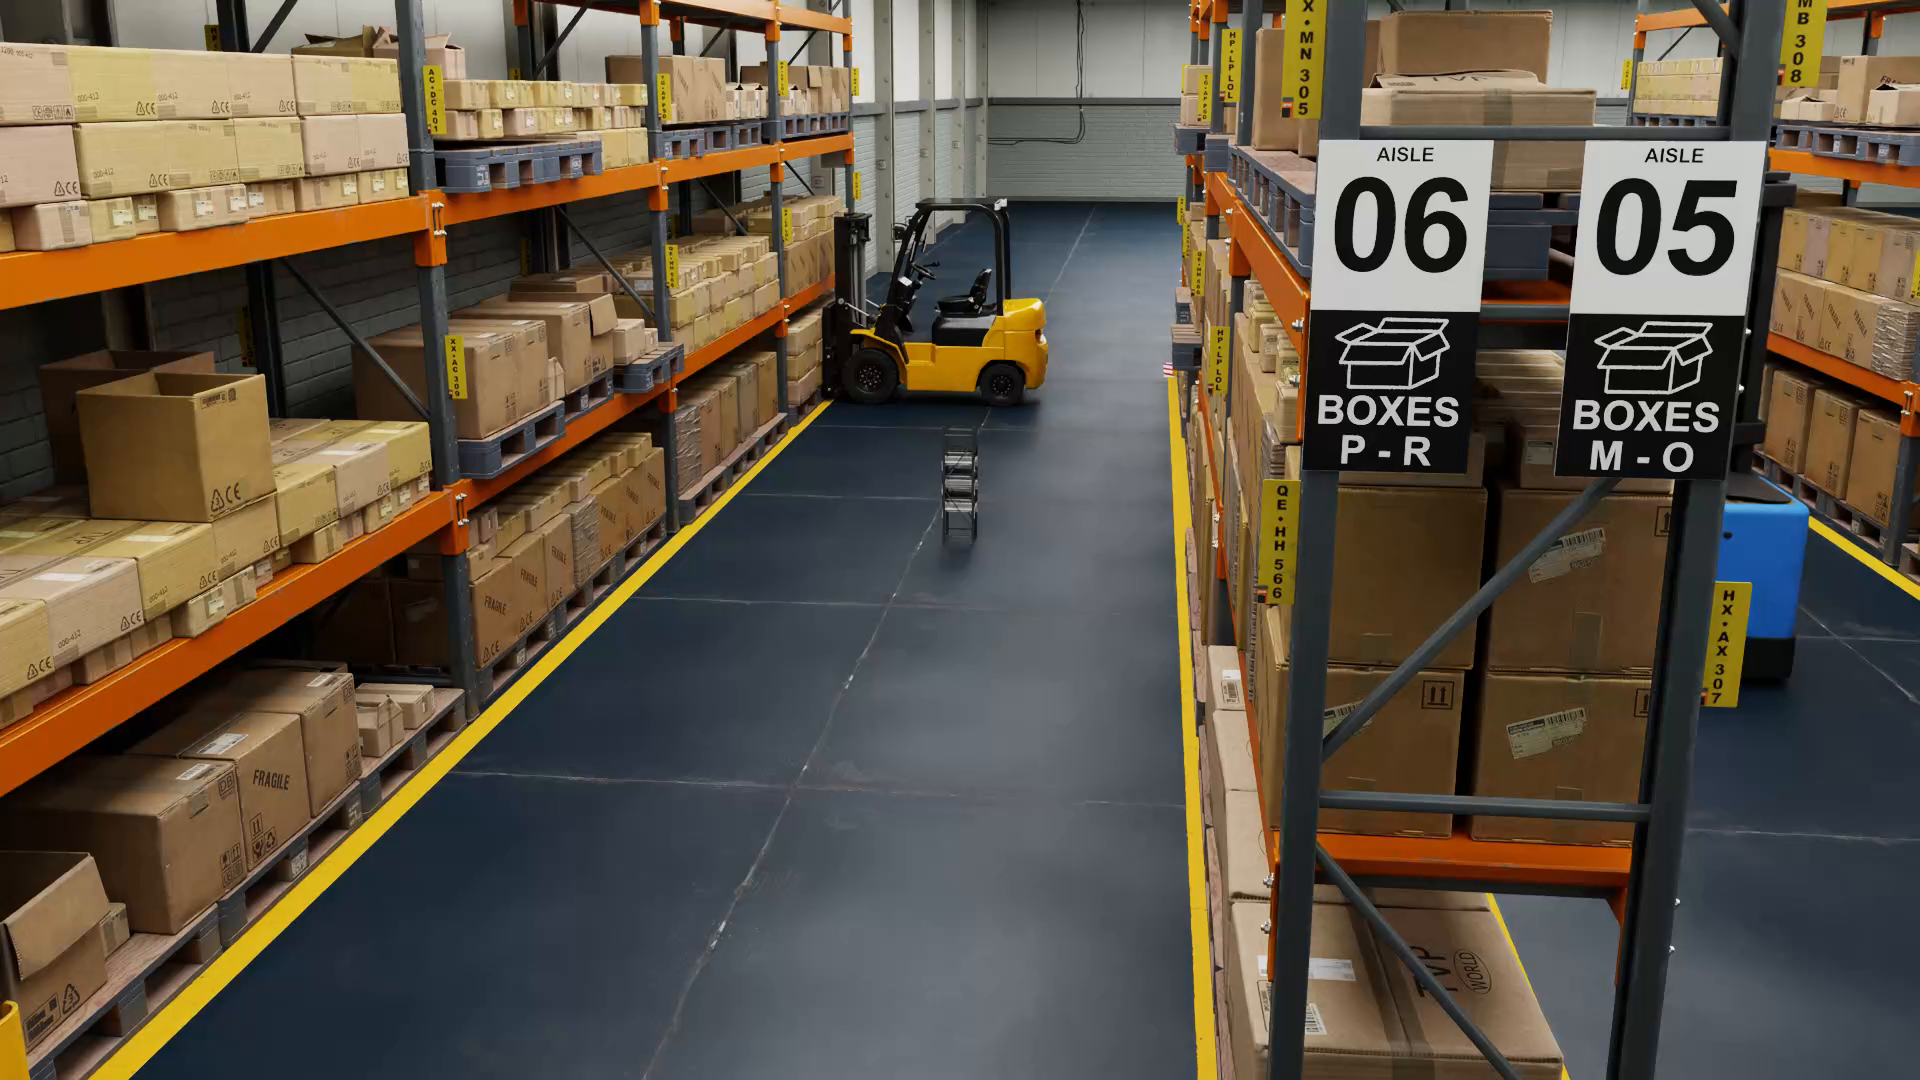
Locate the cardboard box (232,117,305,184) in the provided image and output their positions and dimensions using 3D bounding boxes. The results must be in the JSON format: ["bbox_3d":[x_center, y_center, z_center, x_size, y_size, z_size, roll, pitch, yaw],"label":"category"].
[{"bbox_3d":[-3.054,-1.602,6.812,0.500,0.250,0.500,2,15,7],"label":"cardboard box"}]

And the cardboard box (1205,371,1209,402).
[{"bbox_3d":[1.907,-1.050,11.086,0.500,0.250,0.500,1,15,5],"label":"cardboard box"}]

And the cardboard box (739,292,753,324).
[{"bbox_3d":[-2.163,-2.089,14.928,0.500,0.250,0.500,2,15,7],"label":"cardboard box"}]

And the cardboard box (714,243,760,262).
[{"bbox_3d":[-2.036,-2.623,15.181,0.380,0.149,0.250,1,15,5],"label":"cardboard box"}]

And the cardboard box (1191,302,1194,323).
[{"bbox_3d":[2.051,-1.824,13.338,0.380,0.149,0.250,2,15,7],"label":"cardboard box"}]

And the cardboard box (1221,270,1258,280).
[{"bbox_3d":[1.730,-1.258,9.459,0.500,0.500,0.500,2,15,8],"label":"cardboard box"}]

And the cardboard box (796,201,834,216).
[{"bbox_3d":[-1.629,-3.735,18.723,0.380,0.149,0.250,2,15,8],"label":"cardboard box"}]

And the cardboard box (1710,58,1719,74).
[{"bbox_3d":[7.444,-4.556,15.974,0.380,0.149,0.250,2,15,7],"label":"cardboard box"}]

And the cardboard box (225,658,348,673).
[{"bbox_3d":[-3.441,0.776,8.391,0.500,0.311,0.500,2,15,8],"label":"cardboard box"}]

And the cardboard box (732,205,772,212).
[{"bbox_3d":[-2.257,-3.551,18.043,0.380,0.149,0.250,2,15,8],"label":"cardboard box"}]

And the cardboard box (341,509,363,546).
[{"bbox_3d":[-2.986,-0.068,7.650,0.380,0.149,0.250,2,15,8],"label":"cardboard box"}]

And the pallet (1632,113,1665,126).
[{"bbox_3d":[8.012,-4.543,18.141,1.003,0.211,1.213,2,15,6],"label":"pallet"}]

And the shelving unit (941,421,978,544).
[{"bbox_3d":[-0.001,-0.432,12.537,0.258,0.900,0.210,2,15,6],"label":"shelving unit"}]

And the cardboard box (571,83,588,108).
[{"bbox_3d":[-2.571,-2.798,10.470,0.380,0.149,0.250,2,15,6],"label":"cardboard box"}]

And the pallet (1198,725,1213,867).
[{"bbox_3d":[1.637,1.203,7.809,1.003,0.211,1.213,2,15,6],"label":"pallet"}]

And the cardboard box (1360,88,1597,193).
[{"bbox_3d":[1.311,-1.047,4.331,0.500,0.250,0.500,0,15,1],"label":"cardboard box"}]

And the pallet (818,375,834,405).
[{"bbox_3d":[-1.962,-1.734,18.672,1.003,0.211,1.213,2,15,6],"label":"pallet"}]

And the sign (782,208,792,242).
[{"bbox_3d":[-1.688,-3.065,16.186,0.100,0.325,0.005,2,15,6],"label":"sign"}]

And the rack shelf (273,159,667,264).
[{"bbox_3d":[-2.906,-2.103,10.323,1.077,0.370,4.000,2,15,6],"label":"rack shelf"}]

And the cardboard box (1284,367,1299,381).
[{"bbox_3d":[1.211,-0.444,5.207,0.380,0.149,0.250,2,15,8],"label":"cardboard box"}]

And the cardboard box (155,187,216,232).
[{"bbox_3d":[-3.046,-1.243,6.248,0.380,0.149,0.250,2,15,6],"label":"cardboard box"}]

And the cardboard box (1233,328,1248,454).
[{"bbox_3d":[1.443,-0.622,7.108,0.500,0.500,0.500,1,15,6],"label":"cardboard box"}]

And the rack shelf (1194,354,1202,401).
[{"bbox_3d":[2.478,-1.547,14.015,1.077,0.370,4.000,2,15,6],"label":"rack shelf"}]

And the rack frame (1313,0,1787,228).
[{"bbox_3d":[1.350,-2.197,3.546,1.000,3.000,0.127,2,15,6],"label":"rack frame"}]

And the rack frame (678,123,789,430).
[{"bbox_3d":[-2.229,-2.558,16.376,1.000,3.000,0.127,2,15,6],"label":"rack frame"}]

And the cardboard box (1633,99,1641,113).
[{"bbox_3d":[7.728,-4.829,18.513,0.380,0.149,0.250,2,15,7],"label":"cardboard box"}]

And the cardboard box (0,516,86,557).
[{"bbox_3d":[-3.675,0.094,6.286,0.500,0.250,0.500,2,15,8],"label":"cardboard box"}]

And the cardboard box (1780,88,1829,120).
[{"bbox_3d":[7.317,-3.778,14.403,0.258,0.266,0.396,1,15,5],"label":"cardboard box"}]

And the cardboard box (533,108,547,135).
[{"bbox_3d":[-2.590,-2.392,9.499,0.380,0.149,0.250,2,15,6],"label":"cardboard box"}]

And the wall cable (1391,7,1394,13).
[{"bbox_3d":[11.711,-16.201,48.823,2.305,6.003,0.169,2,15,6],"label":"wall cable"}]

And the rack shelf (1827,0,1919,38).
[{"bbox_3d":[7.408,-4.130,12.841,1.077,0.370,4.000,2,15,6],"label":"rack shelf"}]

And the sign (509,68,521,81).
[{"bbox_3d":[-3.231,-3.275,12.138,0.100,0.325,0.005,2,15,6],"label":"sign"}]

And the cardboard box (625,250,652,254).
[{"bbox_3d":[-2.700,-2.441,14.507,0.380,0.149,0.250,2,15,7],"label":"cardboard box"}]

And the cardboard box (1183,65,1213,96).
[{"bbox_3d":[2.193,-3.963,14.351,0.500,0.250,0.500,1,15,5],"label":"cardboard box"}]

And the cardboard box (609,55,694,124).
[{"bbox_3d":[-2.356,-3.449,12.735,0.500,0.500,0.500,2,15,7],"label":"cardboard box"}]

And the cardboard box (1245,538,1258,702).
[{"bbox_3d":[1.261,0.255,5.782,0.500,0.500,0.500,2,15,8],"label":"cardboard box"}]

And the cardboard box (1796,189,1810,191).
[{"bbox_3d":[7.656,-3.128,16.127,0.875,0.550,0.550,2,15,6],"label":"cardboard box"}]

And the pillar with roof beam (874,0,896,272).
[{"bbox_3d":[2.880,-9.323,29.901,9.100,9.000,0.400,2,15,6],"label":"pillar with roof beam"}]

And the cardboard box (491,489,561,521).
[{"bbox_3d":[-2.741,-0.218,10.464,0.380,0.149,0.250,2,15,8],"label":"cardboard box"}]

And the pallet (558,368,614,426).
[{"bbox_3d":[-2.895,-0.924,10.699,1.003,0.211,1.213,2,15,6],"label":"pallet"}]

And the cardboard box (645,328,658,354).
[{"bbox_3d":[-2.373,-1.420,11.846,0.380,0.149,0.250,2,15,7],"label":"cardboard box"}]

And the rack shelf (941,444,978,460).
[{"bbox_3d":[-0.001,-0.661,12.475,0.258,0.077,0.200,2,15,6],"label":"rack shelf"}]

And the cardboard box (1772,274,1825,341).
[{"bbox_3d":[7.192,-1.953,13.945,0.500,0.500,0.500,2,15,6],"label":"cardboard box"}]

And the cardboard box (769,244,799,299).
[{"bbox_3d":[-1.919,-2.714,16.760,0.500,0.500,0.500,1,15,5],"label":"cardboard box"}]

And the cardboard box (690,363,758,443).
[{"bbox_3d":[-2.372,-1.278,15.386,0.875,0.625,0.625,2,15,6],"label":"cardboard box"}]

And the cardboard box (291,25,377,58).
[{"bbox_3d":[-3.165,-2.486,8.484,0.396,0.266,0.258,1,15,5],"label":"cardboard box"}]

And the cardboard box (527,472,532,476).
[{"bbox_3d":[-3.177,-0.501,11.510,0.380,0.149,0.250,1,15,4],"label":"cardboard box"}]

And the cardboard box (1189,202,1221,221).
[{"bbox_3d":[2.299,-3.009,15.235,0.380,0.149,0.250,2,15,6],"label":"cardboard box"}]

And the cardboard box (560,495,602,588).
[{"bbox_3d":[-2.678,0.000,10.901,0.500,0.500,0.500,1,15,4],"label":"cardboard box"}]

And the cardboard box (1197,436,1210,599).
[{"bbox_3d":[1.987,-0.145,10.716,0.875,0.875,0.875,2,15,7],"label":"cardboard box"}]

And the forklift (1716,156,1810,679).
[{"bbox_3d":[4.415,-0.961,10.600,1.130,2.935,3.031,2,15,7],"label":"forklift"}]

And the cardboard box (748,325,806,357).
[{"bbox_3d":[-1.862,-2.032,16.979,0.500,0.250,0.500,1,15,5],"label":"cardboard box"}]

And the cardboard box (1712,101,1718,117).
[{"bbox_3d":[7.413,-4.107,15.844,0.380,0.149,0.250,2,15,7],"label":"cardboard box"}]

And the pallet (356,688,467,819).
[{"bbox_3d":[-3.210,1.041,8.408,1.003,0.211,1.213,2,15,6],"label":"pallet"}]

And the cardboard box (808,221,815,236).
[{"bbox_3d":[-1.758,-3.326,17.780,0.380,0.149,0.250,1,15,4],"label":"cardboard box"}]

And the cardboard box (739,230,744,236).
[{"bbox_3d":[-2.416,-3.145,17.111,0.380,0.149,0.250,2,15,8],"label":"cardboard box"}]
